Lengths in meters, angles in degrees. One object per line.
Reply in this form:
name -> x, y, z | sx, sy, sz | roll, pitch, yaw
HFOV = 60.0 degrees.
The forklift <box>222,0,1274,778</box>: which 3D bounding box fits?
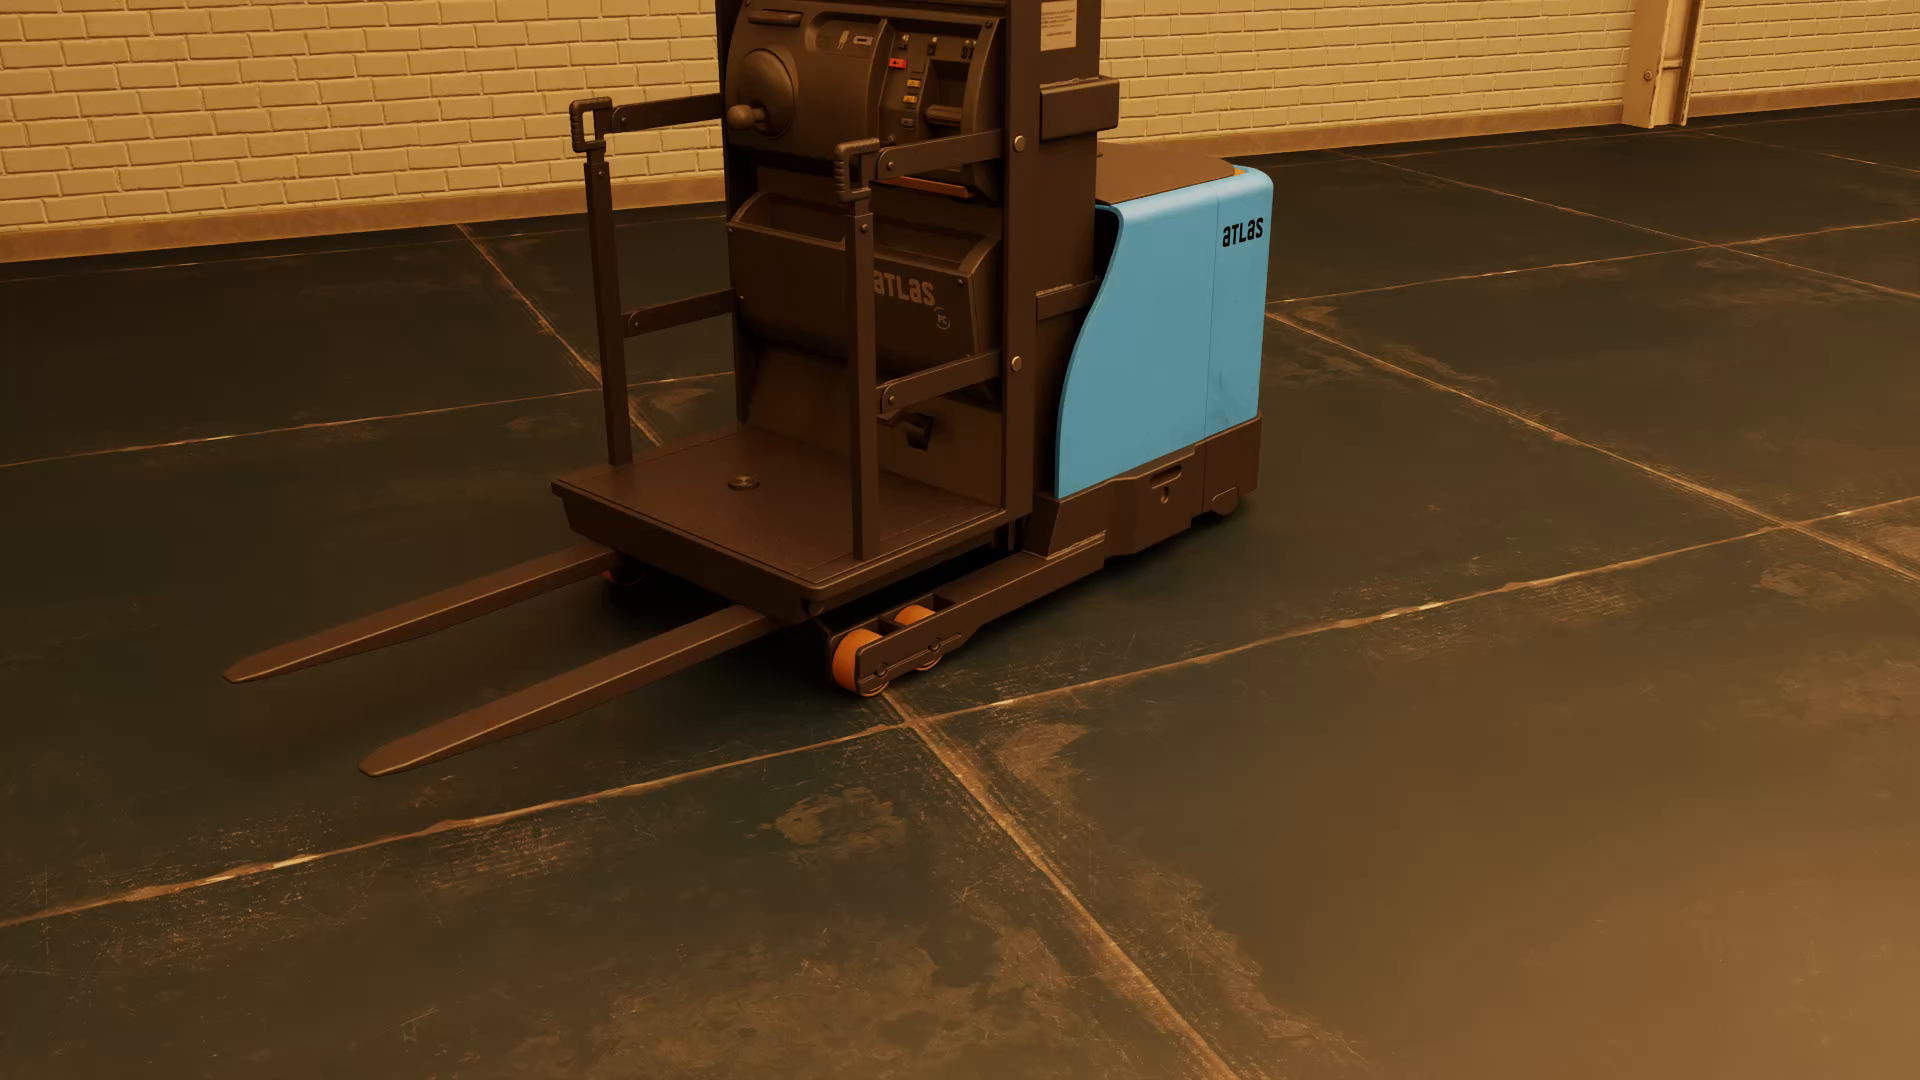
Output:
forklift -> -0.413, -1.182, 4.131 | 1.130, 2.935, 3.031 | 19, 29, 39
